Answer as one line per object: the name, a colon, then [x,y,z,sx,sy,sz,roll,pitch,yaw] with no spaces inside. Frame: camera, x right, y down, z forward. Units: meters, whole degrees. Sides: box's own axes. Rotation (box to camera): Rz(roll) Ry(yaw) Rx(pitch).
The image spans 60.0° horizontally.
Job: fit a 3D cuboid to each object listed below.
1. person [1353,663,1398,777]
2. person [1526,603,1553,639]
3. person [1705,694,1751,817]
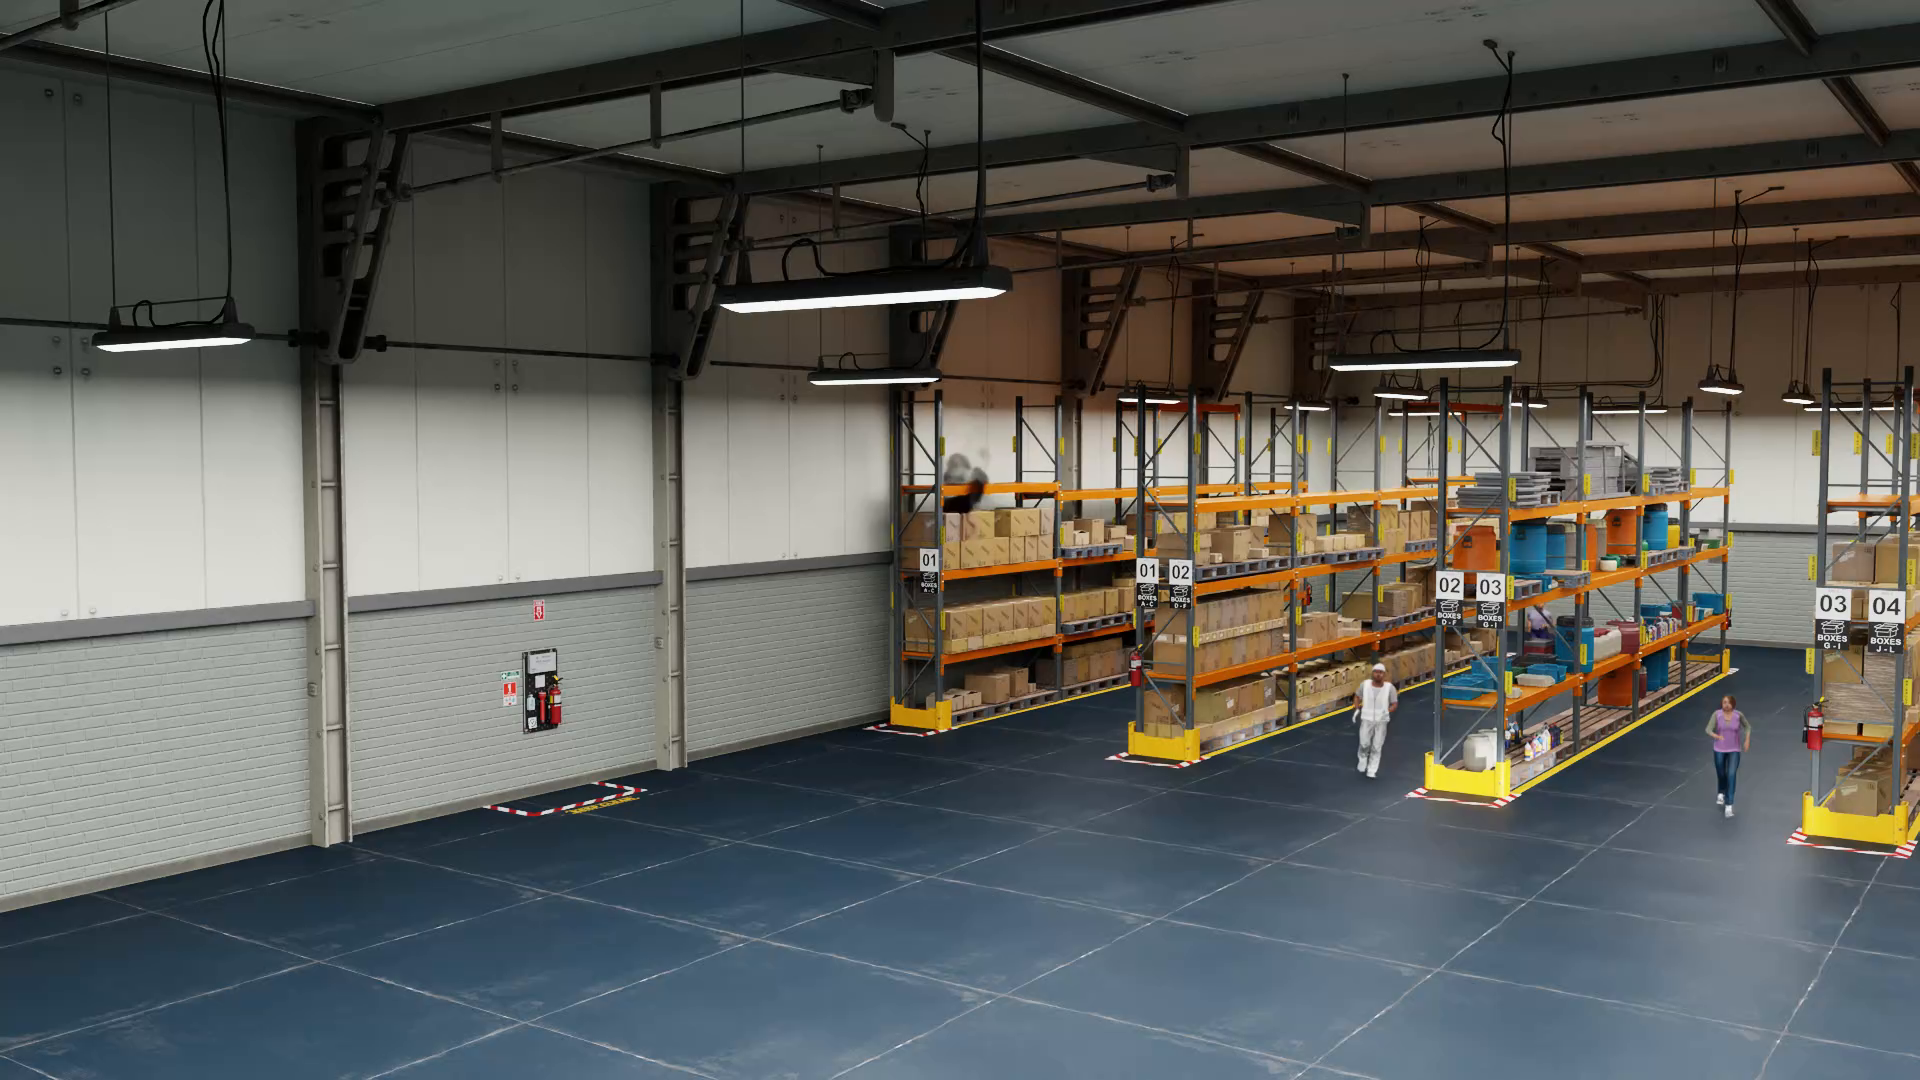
person: [6.259,2.725,25.079,0.653,1.728,0.576,1,3,16]
person: [12.835,2.115,36.921,0.591,1.618,0.567,2,4,27]
person: [10.518,2.916,22.791,0.557,1.634,0.758,2,4,28]
